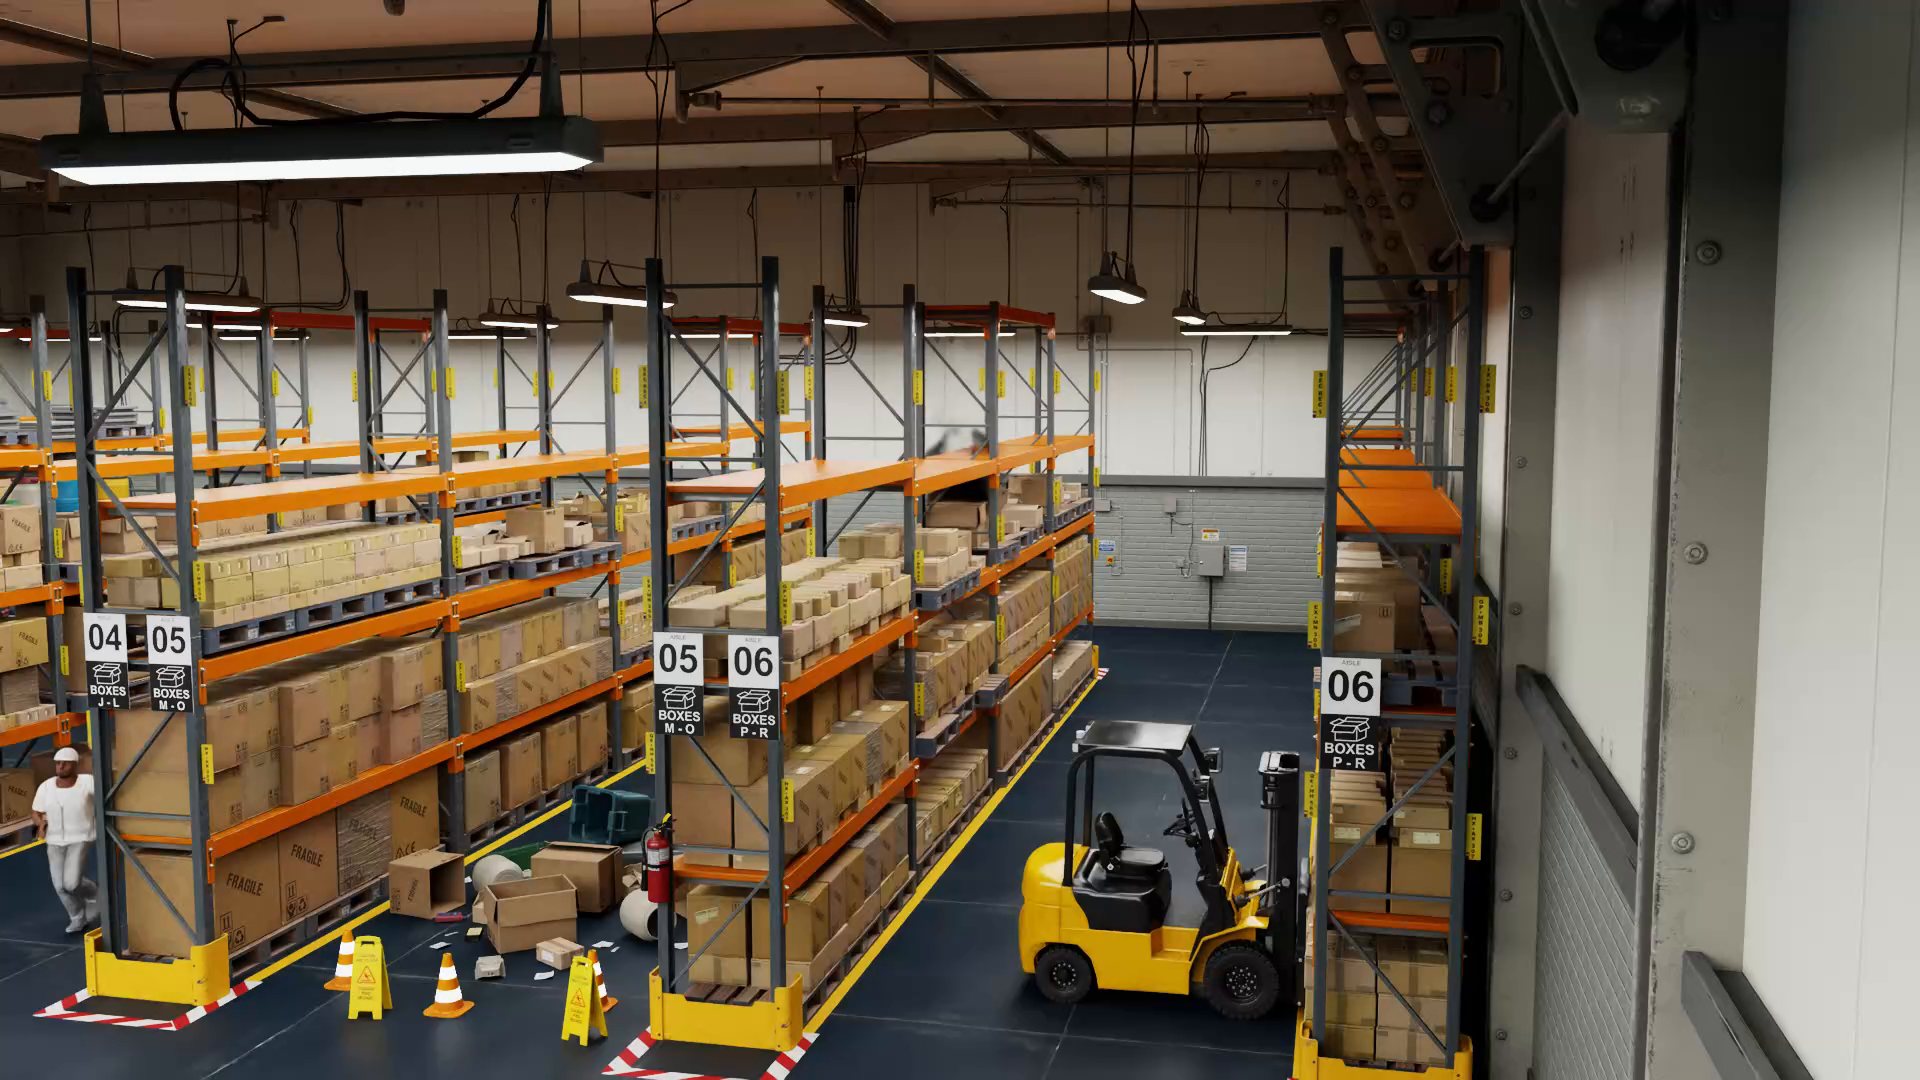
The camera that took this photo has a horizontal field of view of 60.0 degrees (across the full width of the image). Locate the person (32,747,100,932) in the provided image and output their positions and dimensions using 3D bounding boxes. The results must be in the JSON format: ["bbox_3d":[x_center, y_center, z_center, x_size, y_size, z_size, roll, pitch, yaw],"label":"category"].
[{"bbox_3d":[-8.170,2.765,15.255,0.692,1.722,0.582,0,6,-4],"label":"person"}]
